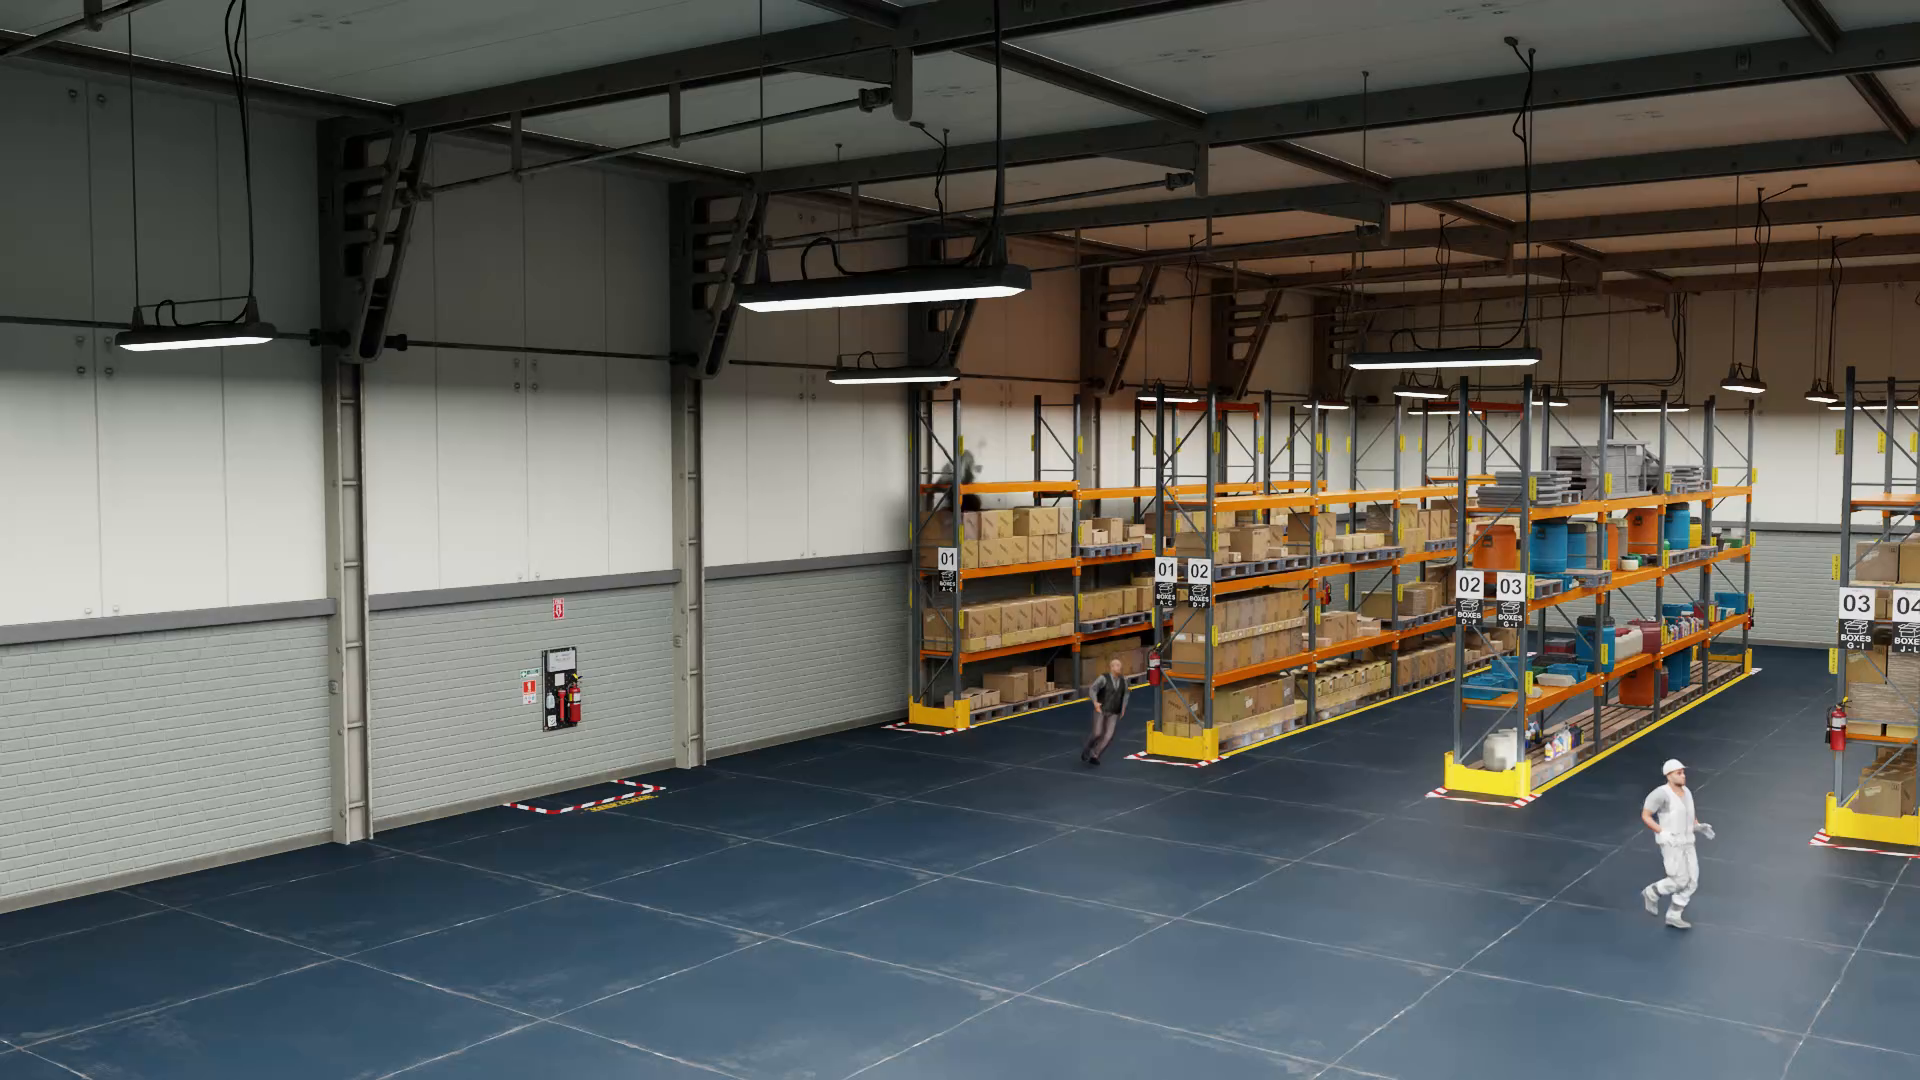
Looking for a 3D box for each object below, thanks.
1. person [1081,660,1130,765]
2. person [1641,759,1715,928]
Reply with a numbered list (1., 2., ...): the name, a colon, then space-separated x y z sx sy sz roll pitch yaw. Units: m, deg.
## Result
1. person: 2.329 2.701 26.178 0.787 1.630 0.541 -1 3 -16
2. person: 7.420 3.147 17.253 0.644 1.738 0.615 -2 4 -26
